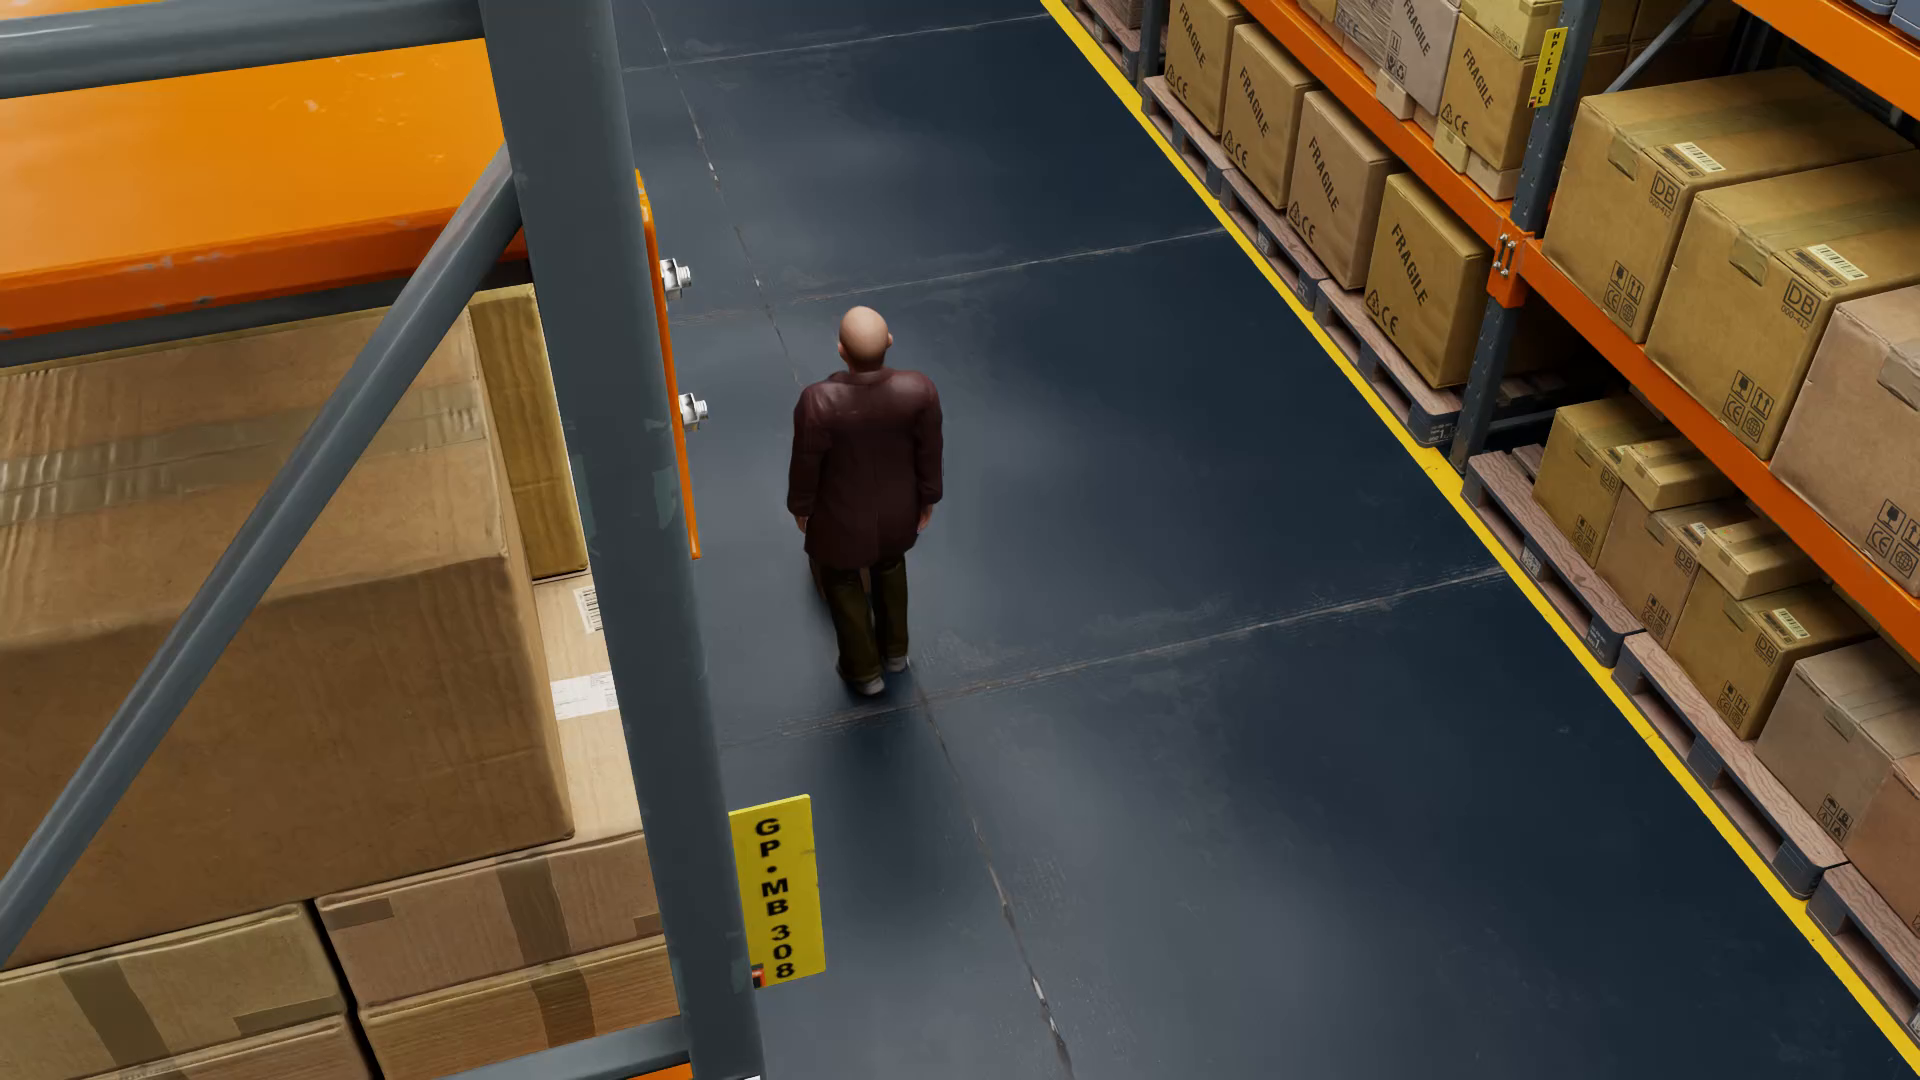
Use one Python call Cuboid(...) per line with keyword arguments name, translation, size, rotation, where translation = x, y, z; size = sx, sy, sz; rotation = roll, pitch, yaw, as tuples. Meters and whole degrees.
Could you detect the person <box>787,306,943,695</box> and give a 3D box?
Cuboid(name="person", translation=(-0.370, -0.142, 6.387), size=(0.596, 1.822, 0.502), rotation=(-12, 43, -13))
